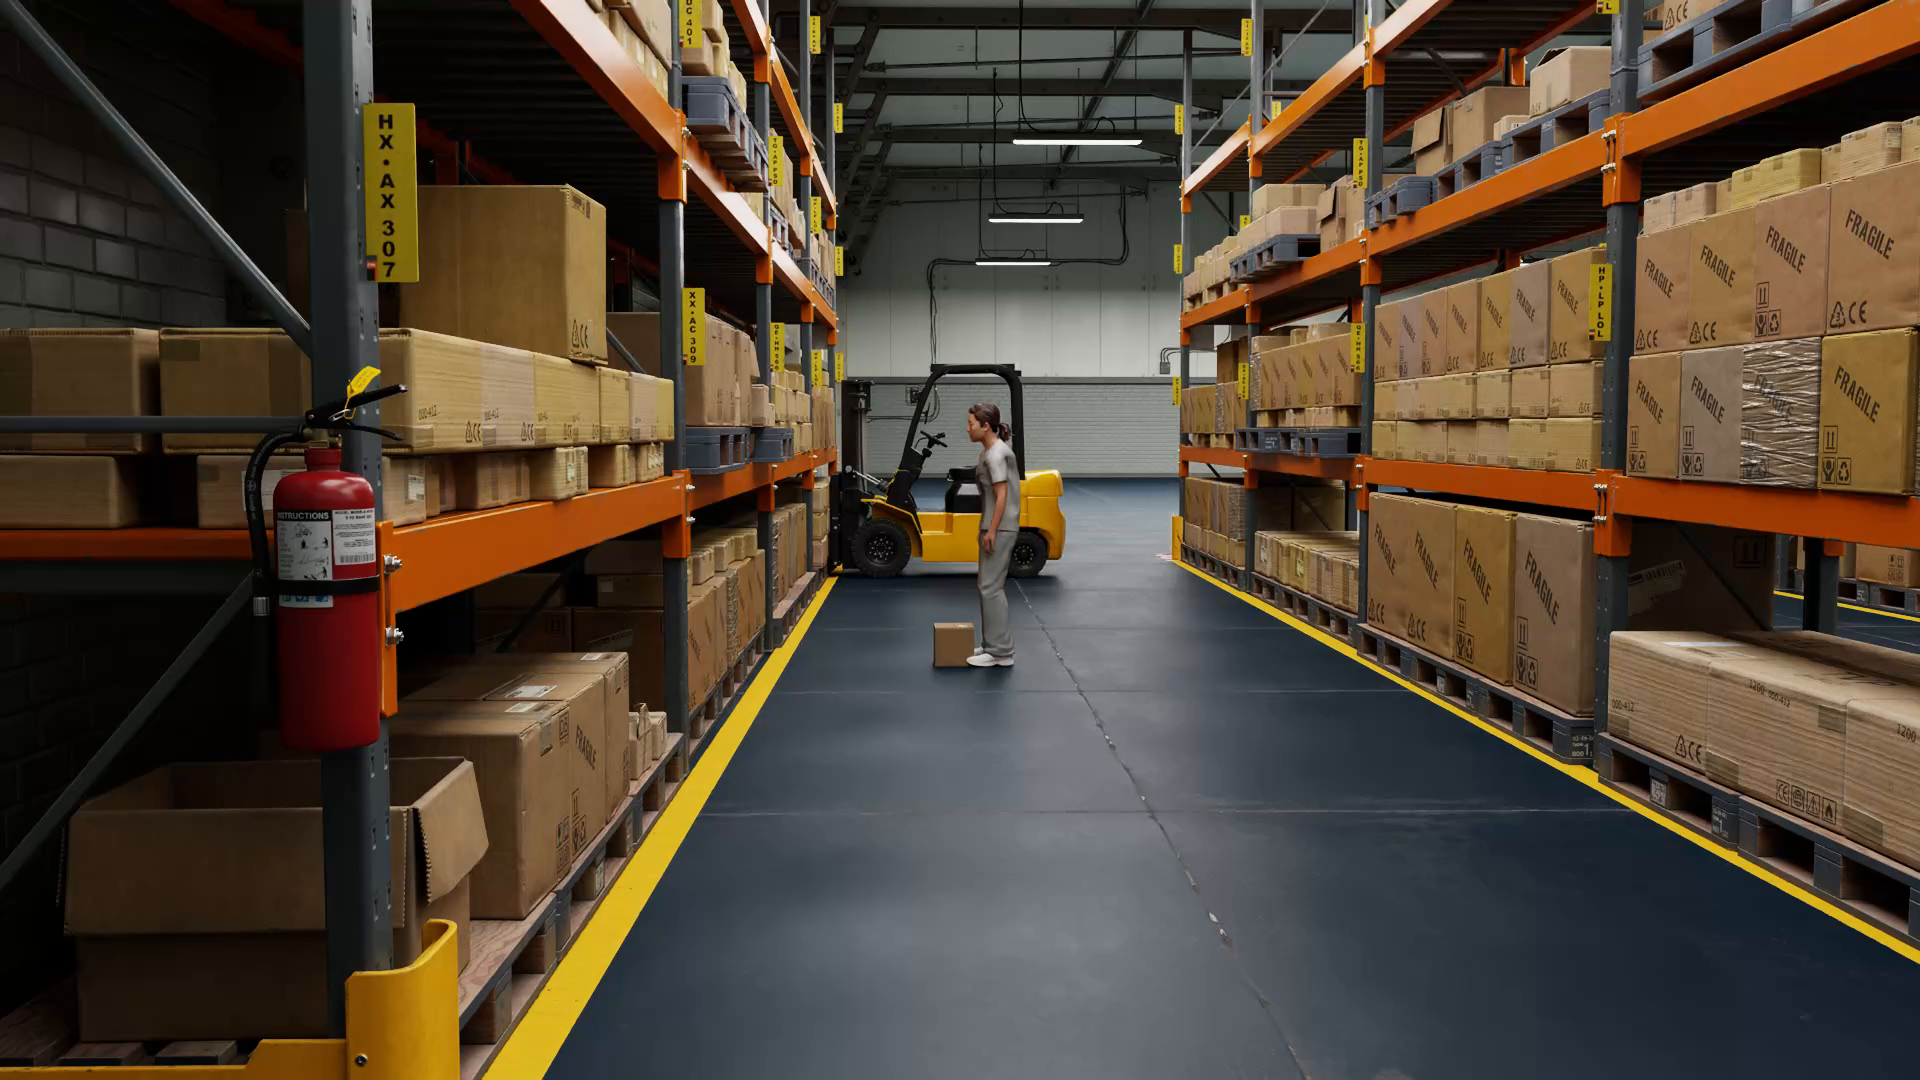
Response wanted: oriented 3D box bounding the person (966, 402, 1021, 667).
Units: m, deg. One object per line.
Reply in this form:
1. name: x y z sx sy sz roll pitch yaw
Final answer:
1. person: 0.208 -0.042 10.588 0.351 1.673 0.505 0 4 -3
